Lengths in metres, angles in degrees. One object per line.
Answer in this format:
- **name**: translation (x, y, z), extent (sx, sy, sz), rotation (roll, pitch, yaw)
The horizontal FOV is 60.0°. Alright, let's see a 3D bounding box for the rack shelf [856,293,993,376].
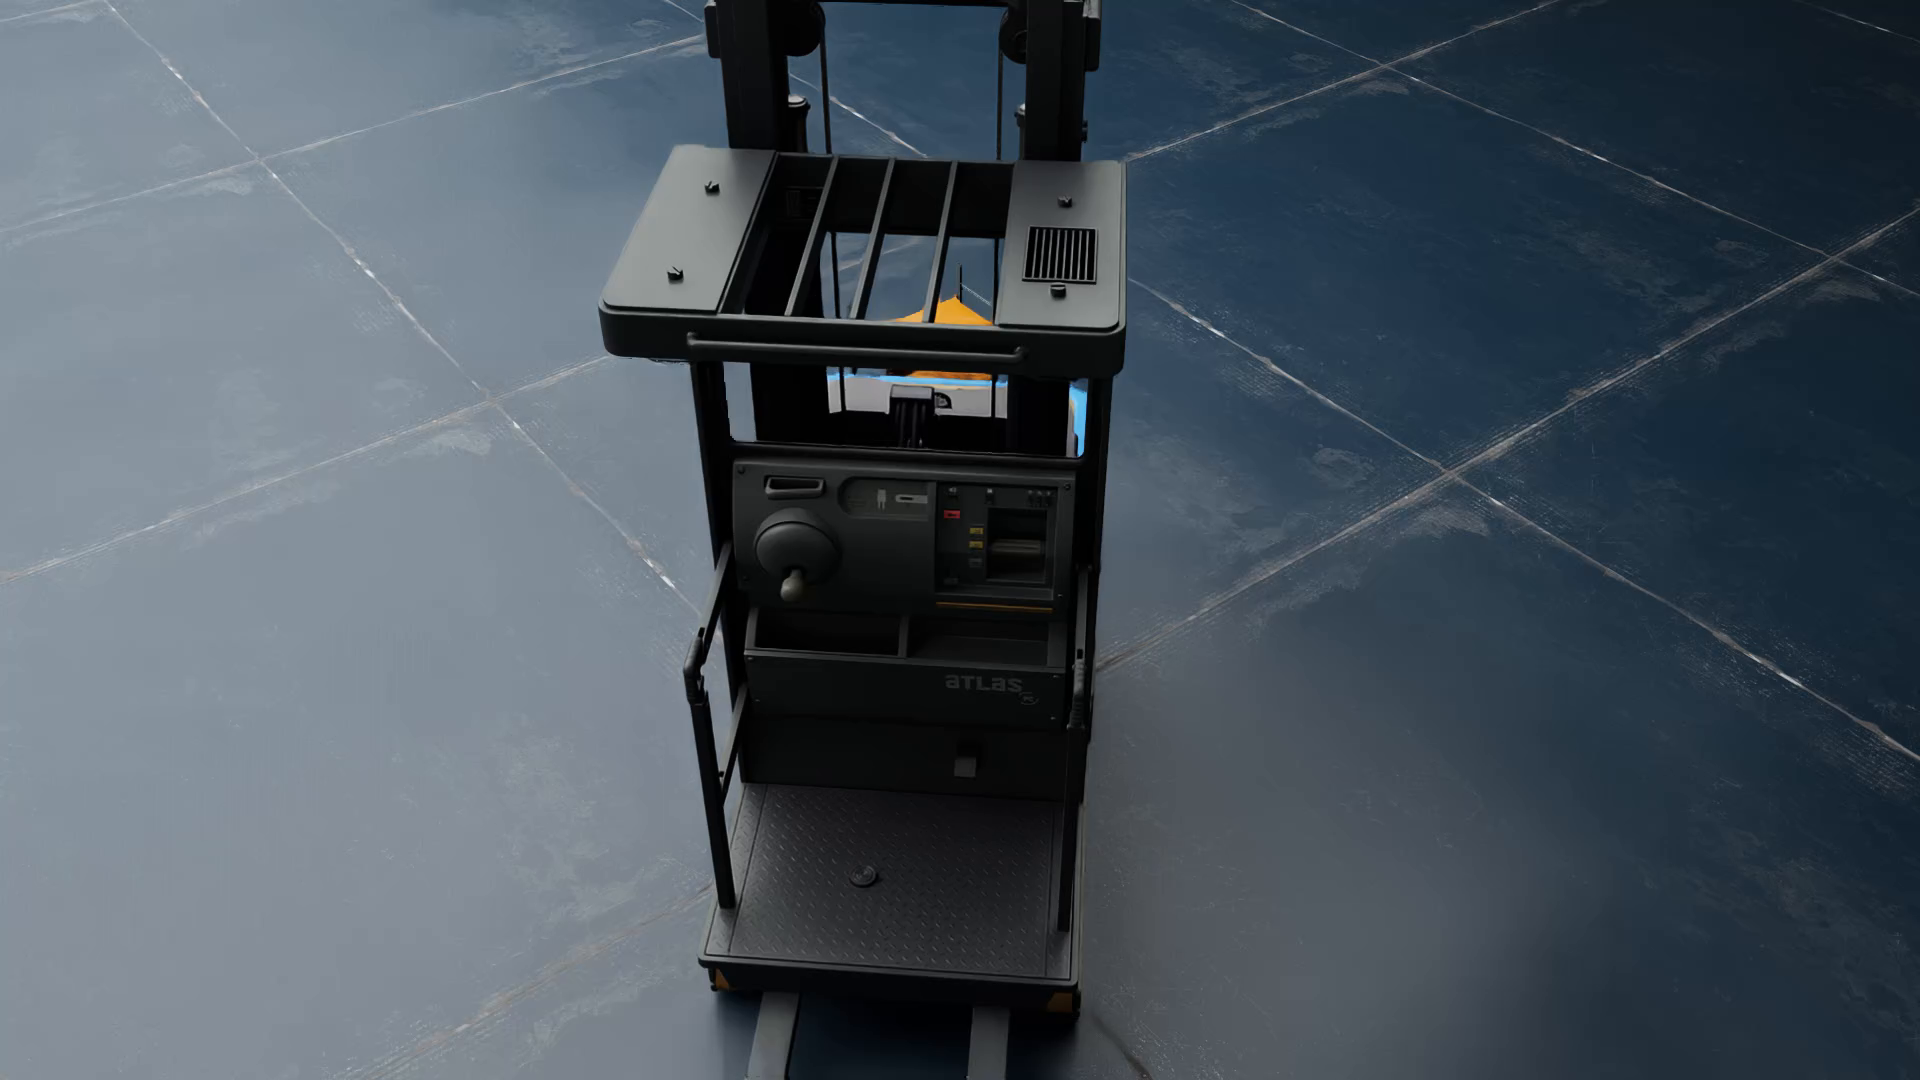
- **rack shelf**: translation (-0.129, -0.709, 6.048), extent (0.480, 0.148, 0.258), rotation (-26, 46, -28)

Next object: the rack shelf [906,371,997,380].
- **rack shelf**: translation (-0.129, -0.526, 6.198), extent (0.480, 0.148, 0.258), rotation (-26, 46, -28)

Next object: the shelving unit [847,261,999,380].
- **shelving unit**: translation (-0.129, -0.405, 6.297), extent (0.503, 1.200, 0.258), rotation (-26, 46, -28)

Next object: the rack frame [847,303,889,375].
- **rack frame**: translation (-0.324, -0.312, 6.184), extent (0.015, 1.200, 0.240), rotation (-26, 46, -28)

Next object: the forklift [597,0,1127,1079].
- **forklift**: translation (-0.171, 0.065, 4.360), extent (1.130, 2.935, 3.031), rotation (3, 39, 4)

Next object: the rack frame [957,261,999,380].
- **rack frame**: translation (0.065, -0.499, 6.411), extent (0.015, 1.200, 0.240), rotation (-26, 46, -28)
